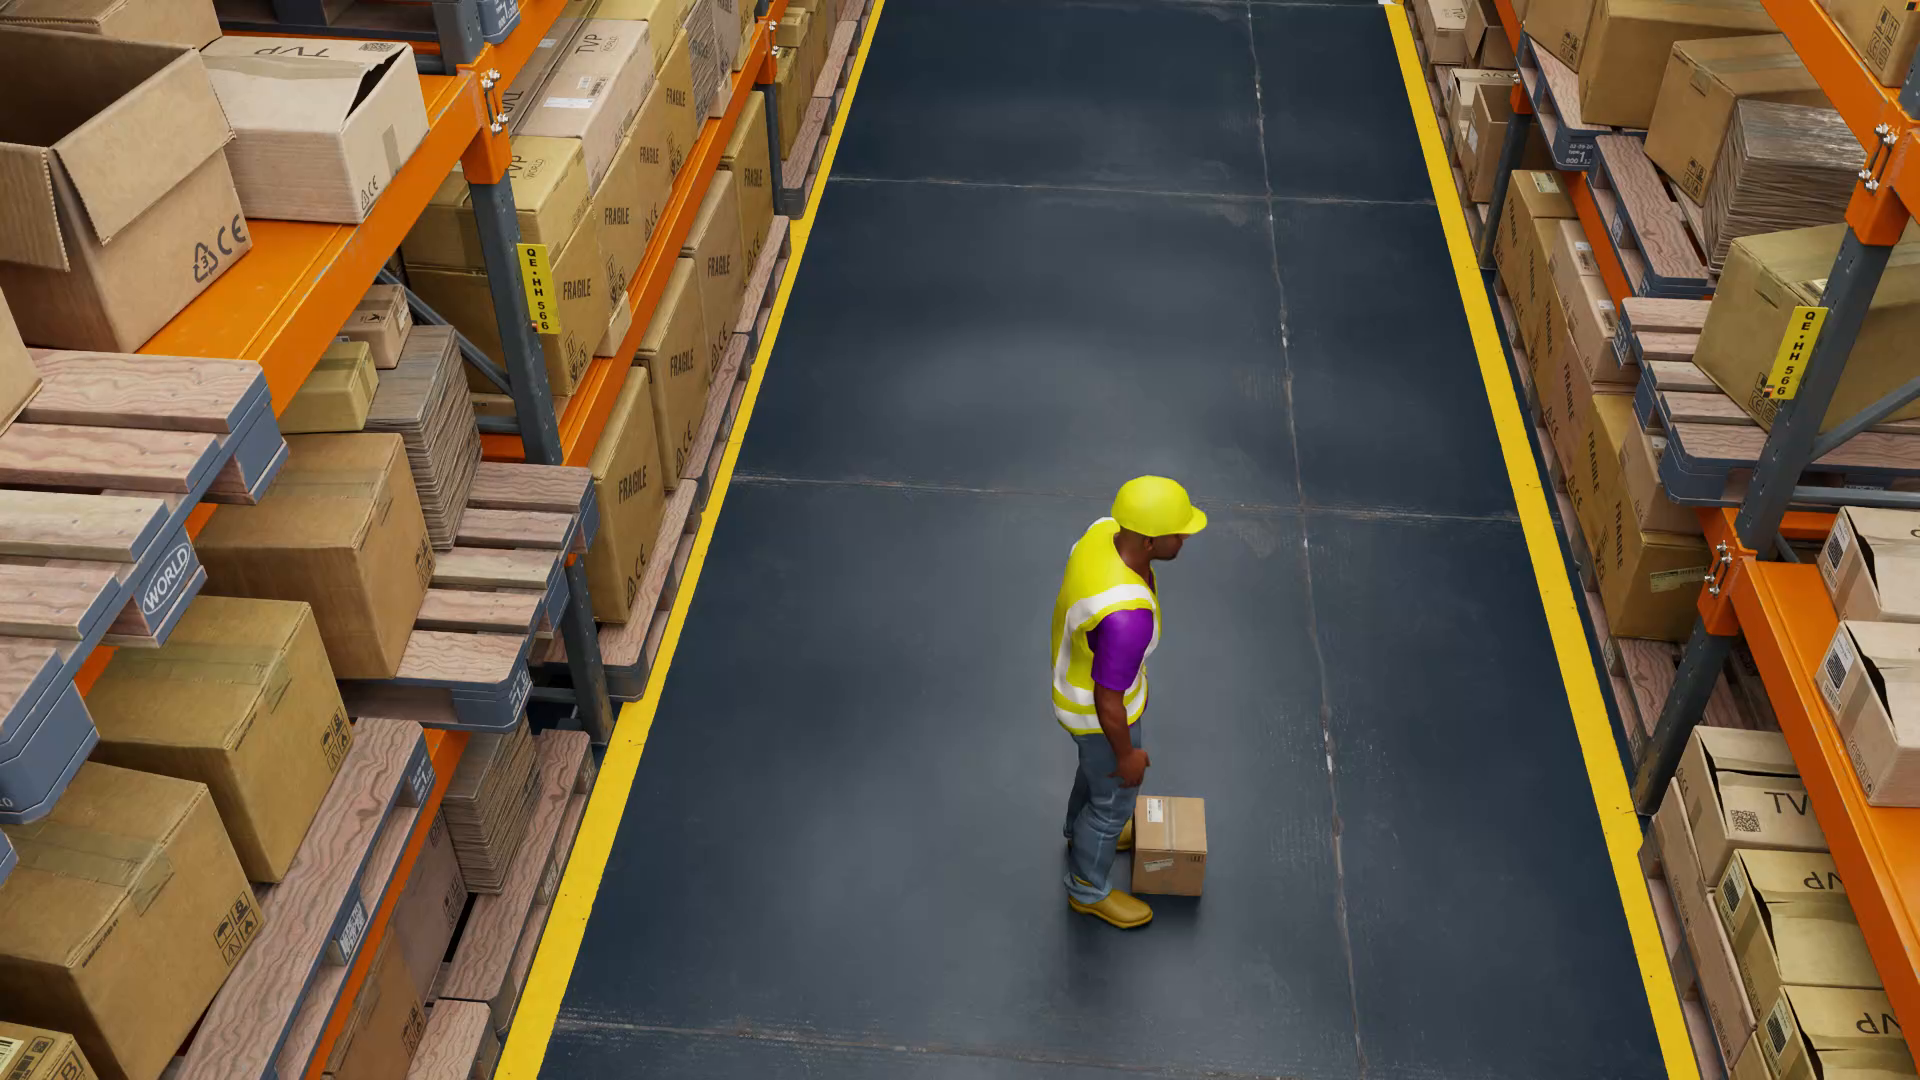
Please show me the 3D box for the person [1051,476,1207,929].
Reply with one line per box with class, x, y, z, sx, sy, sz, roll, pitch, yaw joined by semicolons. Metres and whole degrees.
person;0.523;0.513;5.529;0.456;1.757;0.637;2;40;2
